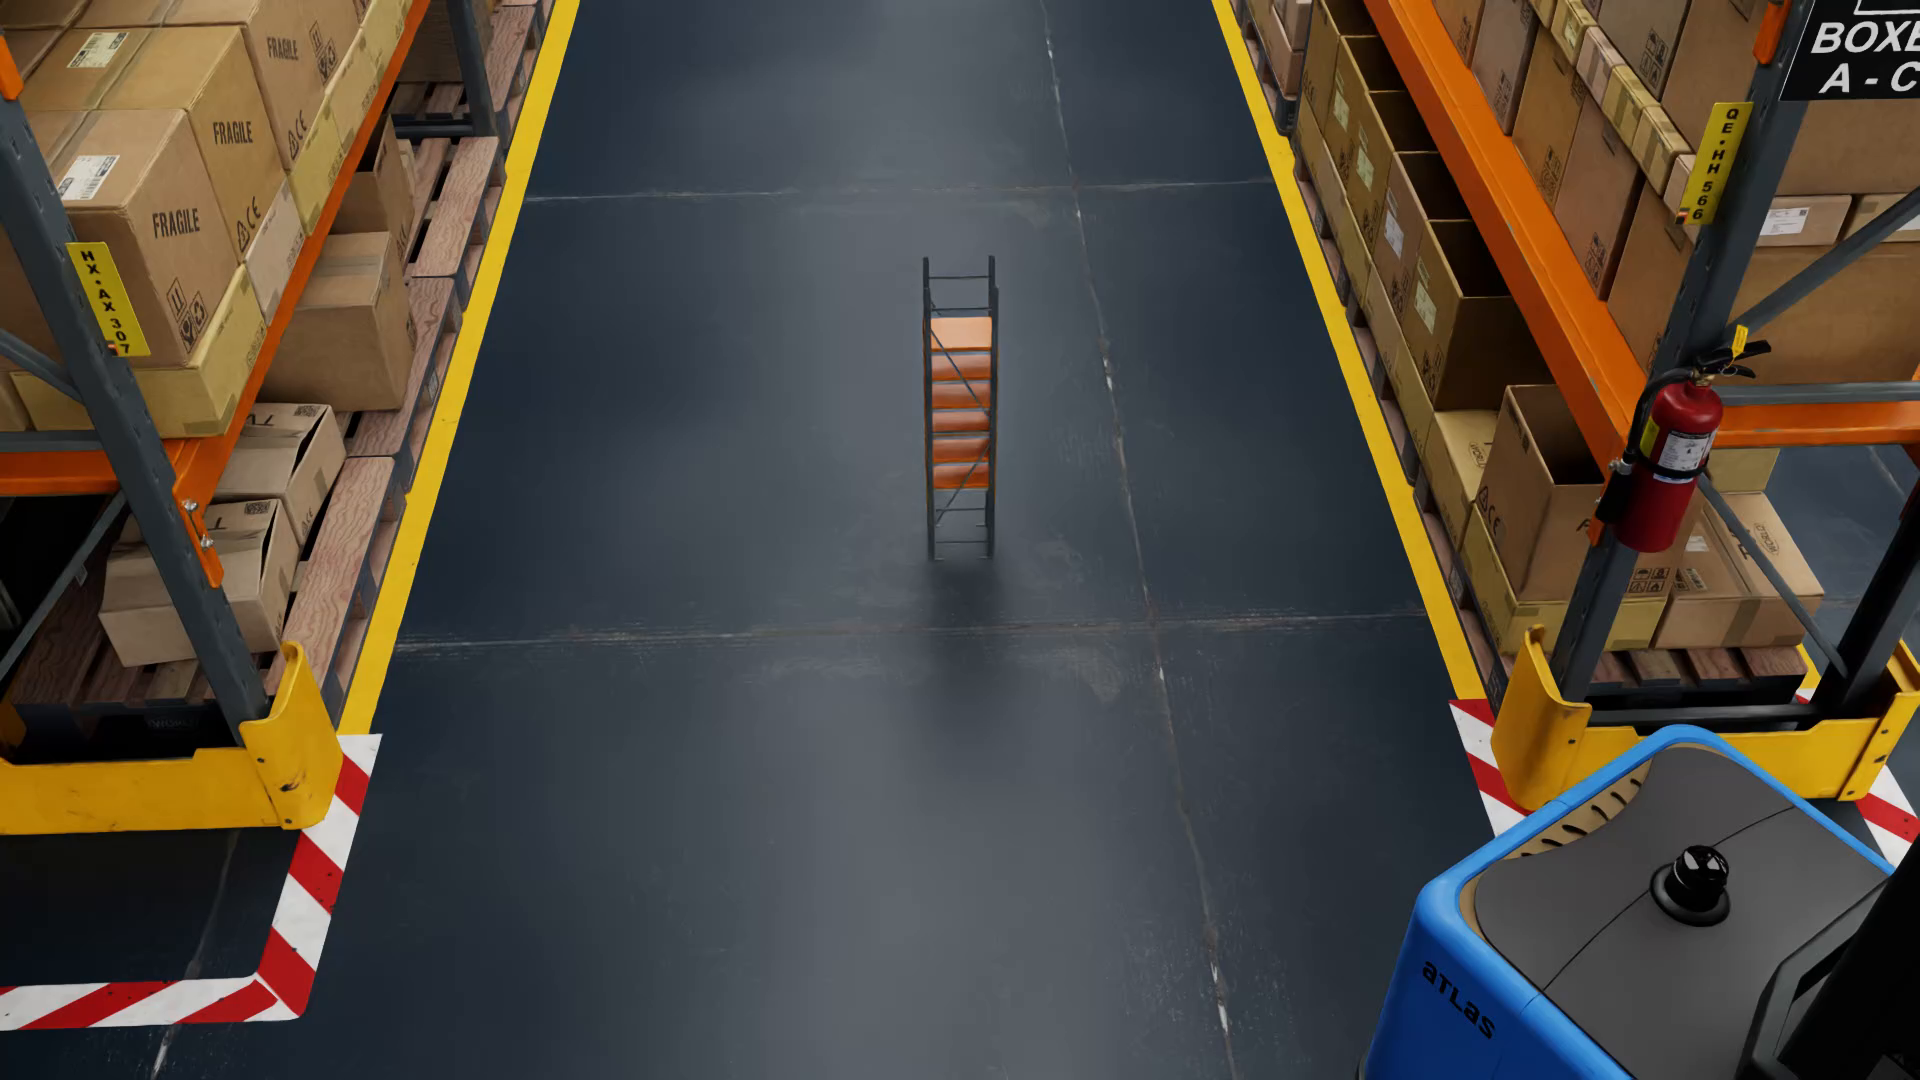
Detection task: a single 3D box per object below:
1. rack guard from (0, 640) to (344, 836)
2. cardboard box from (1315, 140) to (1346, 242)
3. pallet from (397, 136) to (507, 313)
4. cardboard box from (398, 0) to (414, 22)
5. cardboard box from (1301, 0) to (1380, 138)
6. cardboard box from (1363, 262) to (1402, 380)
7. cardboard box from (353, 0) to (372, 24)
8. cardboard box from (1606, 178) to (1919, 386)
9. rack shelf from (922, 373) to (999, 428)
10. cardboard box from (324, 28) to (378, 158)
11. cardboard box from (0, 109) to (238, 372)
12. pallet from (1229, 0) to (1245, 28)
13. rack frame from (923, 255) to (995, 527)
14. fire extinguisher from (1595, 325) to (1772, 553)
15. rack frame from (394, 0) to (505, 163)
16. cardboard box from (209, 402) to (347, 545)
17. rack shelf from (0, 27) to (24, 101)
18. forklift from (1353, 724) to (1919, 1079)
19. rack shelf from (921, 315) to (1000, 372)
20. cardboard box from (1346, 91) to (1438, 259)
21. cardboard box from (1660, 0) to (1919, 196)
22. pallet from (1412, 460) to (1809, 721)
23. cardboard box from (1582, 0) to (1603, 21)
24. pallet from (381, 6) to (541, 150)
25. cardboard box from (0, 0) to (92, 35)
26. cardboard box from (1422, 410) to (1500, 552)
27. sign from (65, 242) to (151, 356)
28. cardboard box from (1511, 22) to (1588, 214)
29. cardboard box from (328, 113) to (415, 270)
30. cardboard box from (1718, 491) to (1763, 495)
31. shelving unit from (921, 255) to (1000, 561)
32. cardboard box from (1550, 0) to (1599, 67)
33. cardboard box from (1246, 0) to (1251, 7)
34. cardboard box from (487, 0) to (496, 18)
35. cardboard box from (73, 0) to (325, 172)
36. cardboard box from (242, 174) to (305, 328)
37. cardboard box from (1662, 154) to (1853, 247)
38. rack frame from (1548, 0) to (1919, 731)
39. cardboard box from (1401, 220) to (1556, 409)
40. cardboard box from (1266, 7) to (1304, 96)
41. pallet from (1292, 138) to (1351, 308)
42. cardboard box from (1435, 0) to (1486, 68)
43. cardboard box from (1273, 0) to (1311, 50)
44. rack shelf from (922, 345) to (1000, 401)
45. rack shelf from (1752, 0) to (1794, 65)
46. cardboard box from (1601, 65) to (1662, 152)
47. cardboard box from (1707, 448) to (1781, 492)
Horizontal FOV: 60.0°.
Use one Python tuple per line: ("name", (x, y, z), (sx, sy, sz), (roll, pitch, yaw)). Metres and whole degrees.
("rack guard", (-2.606, 0.627, 5.196), (1.175, 0.500, 0.348), (-2, 43, -2))
("cardboard box", (1.910, -1.570, 7.467), (0.500, 0.250, 0.500), (-2, 43, -2))
("pallet", (-2.709, -1.463, 7.690), (1.003, 0.211, 1.213), (-2, 43, -2))
("cardboard box", (-2.437, -2.248, 6.579), (0.500, 0.250, 0.500), (-1, 43, -2))
("cardboard box", (1.884, -2.184, 7.582), (0.500, 0.500, 0.500), (-2, 43, -2))
("cardboard box", (1.953, -0.895, 6.731), (0.500, 0.250, 0.500), (-2, 43, -2))
("cardboard box", (-2.406, -2.185, 5.955), (0.500, 0.500, 0.500), (-3, 43, -3))
("cardboard box", (2.340, -0.740, 4.764), (0.700, 0.500, 0.500), (-2, 43, -2))
("rack shelf", (0.001, -0.488, 5.783), (0.258, 0.103, 0.180), (-2, 43, -2))
("cardboard box", (-2.377, -1.570, 5.839), (0.500, 0.250, 0.500), (-1, 43, -1))
("cardboard box", (-2.322, -0.803, 4.447), (0.500, 0.500, 0.500), (-2, 43, -2))
("pallet", (2.052, -3.382, 9.784), (1.003, 0.211, 1.213), (-2, 43, -2))
("rack frame", (-0.003, -0.494, 5.901), (0.240, 1.200, 0.006), (-2, 43, -2))
("fire extinguisher", (1.887, -0.266, 4.378), (0.296, 0.674, 0.183), (-2, 43, -2))
("rack frame", (-2.772, -2.944, 7.242), (1.000, 3.000, 0.127), (-2, 43, -2))
("cardboard box", (-2.566, -0.269, 5.988), (0.500, 0.311, 0.500), (2, 43, 2))
("rack shelf", (-2.687, -2.434, 4.998), (1.077, 0.370, 4.000), (-2, 43, -2))
("forklift", (2.275, 1.155, 2.821), (1.130, 2.935, 3.031), (-25, 48, -25))
("rack shelf", (0.001, -0.665, 5.621), (0.258, 0.103, 0.180), (-2, 43, -2))
("cardboard box", (1.926, -1.509, 6.845), (0.500, 0.500, 0.500), (-2, 43, -2))
("cardboard box", (2.337, -1.254, 4.365), (0.700, 0.500, 0.500), (-1, 43, -2))
("pallet", (2.272, 0.125, 5.958), (1.003, 0.211, 1.213), (-2, 43, -2))
("cardboard box", (2.287, -1.950, 5.123), (0.700, 0.500, 0.500), (-1, 43, -2))
("pallet", (-2.807, -2.441, 8.757), (1.003, 0.211, 1.213), (-2, 43, -2))
("cardboard box", (-2.873, -1.473, 5.178), (0.500, 0.500, 0.500), (-3, 43, -3))
("cardboard box", (1.995, -0.220, 5.994), (0.500, 0.250, 0.500), (-2, 43, -2))
("sign", (-2.060, -0.578, 4.020), (0.100, 0.325, 0.005), (-2, 43, -2))
("cardboard box", (2.297, -1.430, 5.516), (0.700, 0.500, 0.500), (-1, 43, -2))
("cardboard box", (-2.688, -1.485, 7.174), (0.500, 0.500, 0.500), (-5, 43, -5))
("cardboard box", (2.521, -0.235, 6.011), (0.500, 0.250, 0.500), (-2, 43, -2))
("shelving unit", (0.001, -0.433, 5.834), (0.258, 1.200, 0.189), (-2, 43, -2))
("cardboard box", (2.096, -1.613, 5.236), (0.380, 0.149, 0.250), (0, 43, 0))
("cardboard box", (1.828, -3.188, 9.232), (0.500, 0.250, 0.500), (-1, 43, -1))
("cardboard box", (-2.892, -3.028, 8.858), (0.700, 0.500, 0.500), (-2, 43, -3))
("cardboard box", (-2.349, -1.486, 5.192), (0.500, 0.500, 0.500), (-3, 43, -3))
("cardboard box", (-2.342, -0.884, 5.091), (0.500, 0.250, 0.500), (-3, 43, -3))
("cardboard box", (2.140, -0.917, 4.476), (0.380, 0.149, 0.250), (-2, 43, -3))
("rack frame", (2.347, -0.388, 4.453), (1.000, 3.000, 0.127), (-2, 43, -2))
("cardboard box", (1.969, -0.834, 6.109), (0.500, 0.500, 0.500), (-2, 43, -2))
("cardboard box", (1.869, -2.501, 8.483), (0.500, 0.250, 0.500), (-2, 43, -2))
("pallet", (2.169, -1.522, 7.755), (1.003, 0.211, 1.213), (-2, 43, -2))
("cardboard box", (2.248, -2.131, 6.281), (0.700, 0.500, 0.500), (-1, 43, -1))
("cardboard box", (1.873, -2.702, 8.287), (0.500, 0.311, 0.500), (-2, 43, -2))
("rack shelf", (0.001, -0.577, 5.702), (0.258, 0.103, 0.180), (-2, 43, -2))
("rack shelf", (2.262, -2.579, 5.156), (1.077, 0.370, 4.000), (-2, 43, -2))
("cardboard box", (2.116, -1.266, 4.857), (0.380, 0.149, 0.250), (-2, 43, -2))
("cardboard box", (2.523, -0.512, 5.757), (0.500, 0.500, 0.500), (-2, 43, -2))
